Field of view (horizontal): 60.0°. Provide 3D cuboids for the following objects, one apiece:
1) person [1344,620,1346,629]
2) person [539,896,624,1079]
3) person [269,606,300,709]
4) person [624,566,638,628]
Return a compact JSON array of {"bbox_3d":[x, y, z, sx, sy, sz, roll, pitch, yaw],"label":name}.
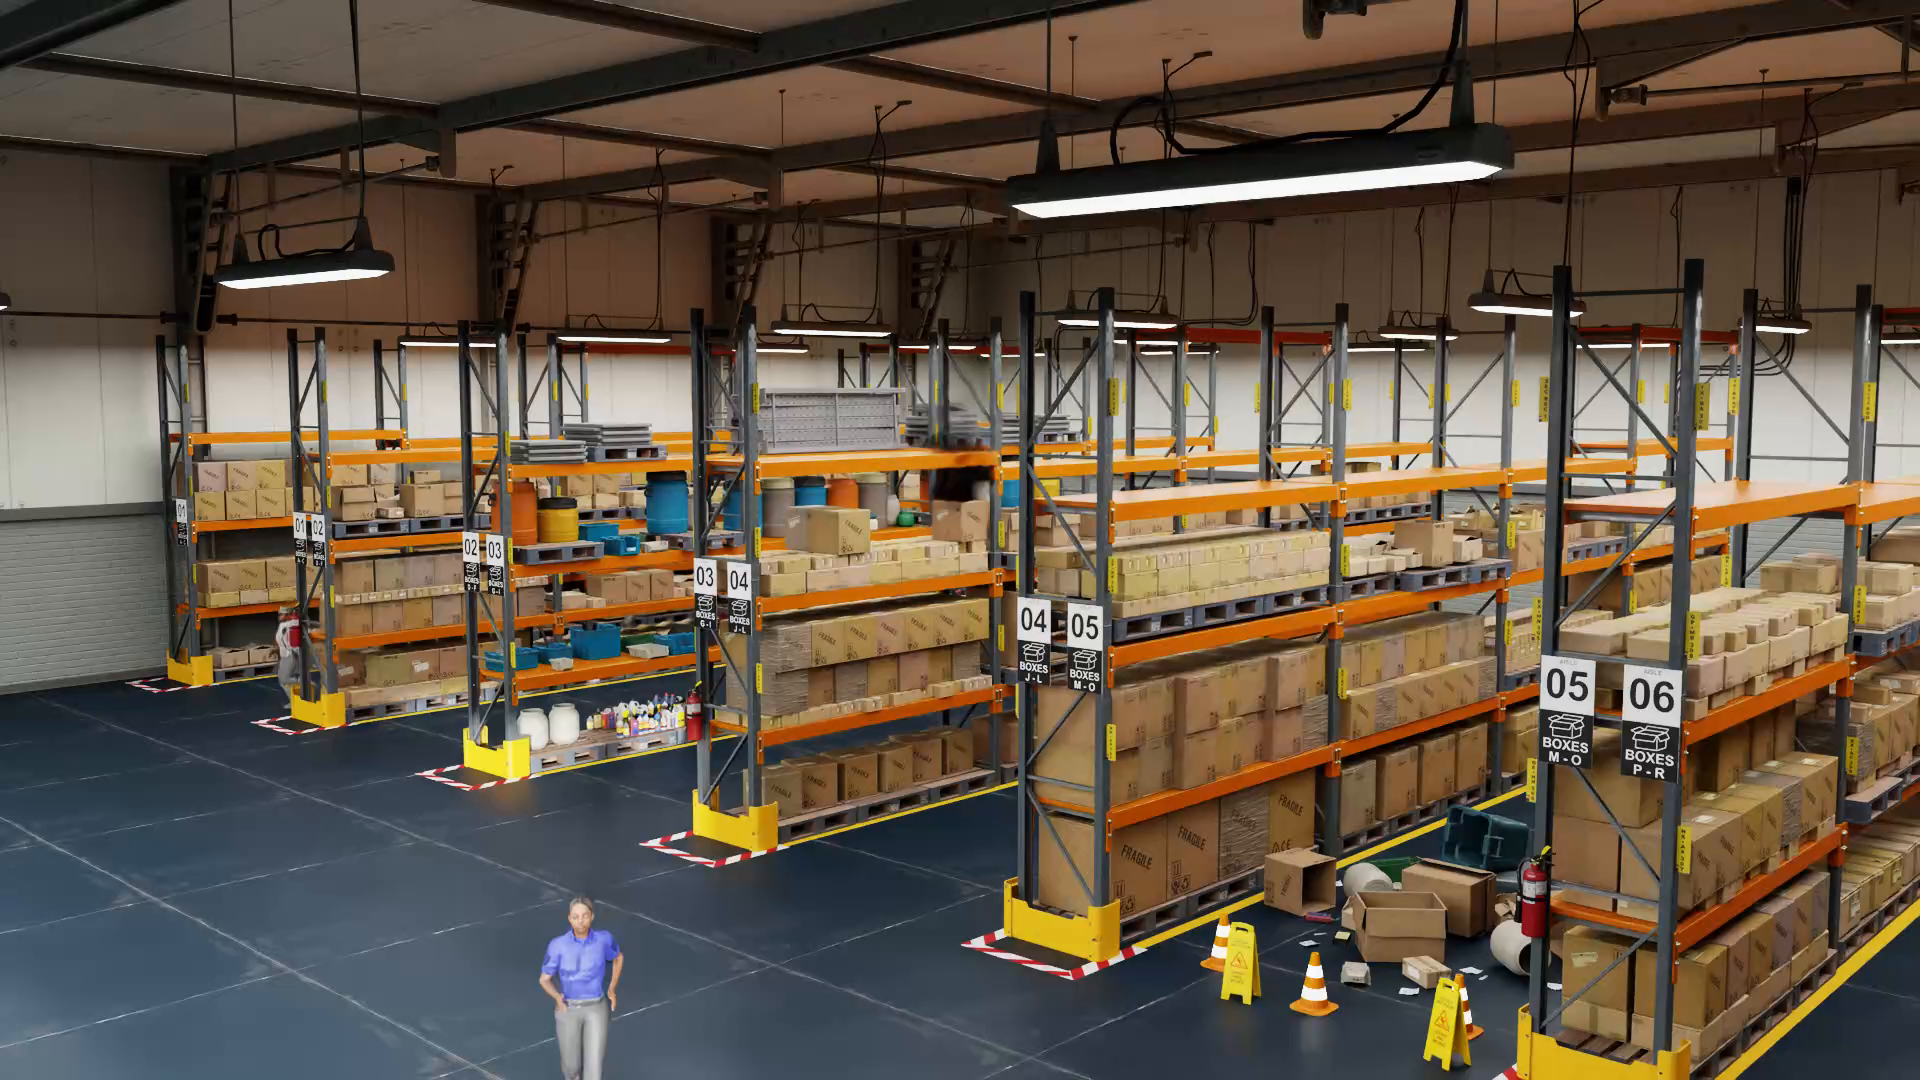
[{"bbox_3d":[5.664,1.949,24.915,0.659,1.740,0.966,4,7,37],"label":"person"},{"bbox_3d":[-2.598,3.266,11.475,0.581,1.632,0.887,-2,6,-16],"label":"person"},{"bbox_3d":[-10.716,1.864,26.571,0.586,1.664,0.561,5,7,42],"label":"person"},{"bbox_3d":[-6.391,1.294,32.366,0.590,1.740,0.726,4,7,35],"label":"person"}]
